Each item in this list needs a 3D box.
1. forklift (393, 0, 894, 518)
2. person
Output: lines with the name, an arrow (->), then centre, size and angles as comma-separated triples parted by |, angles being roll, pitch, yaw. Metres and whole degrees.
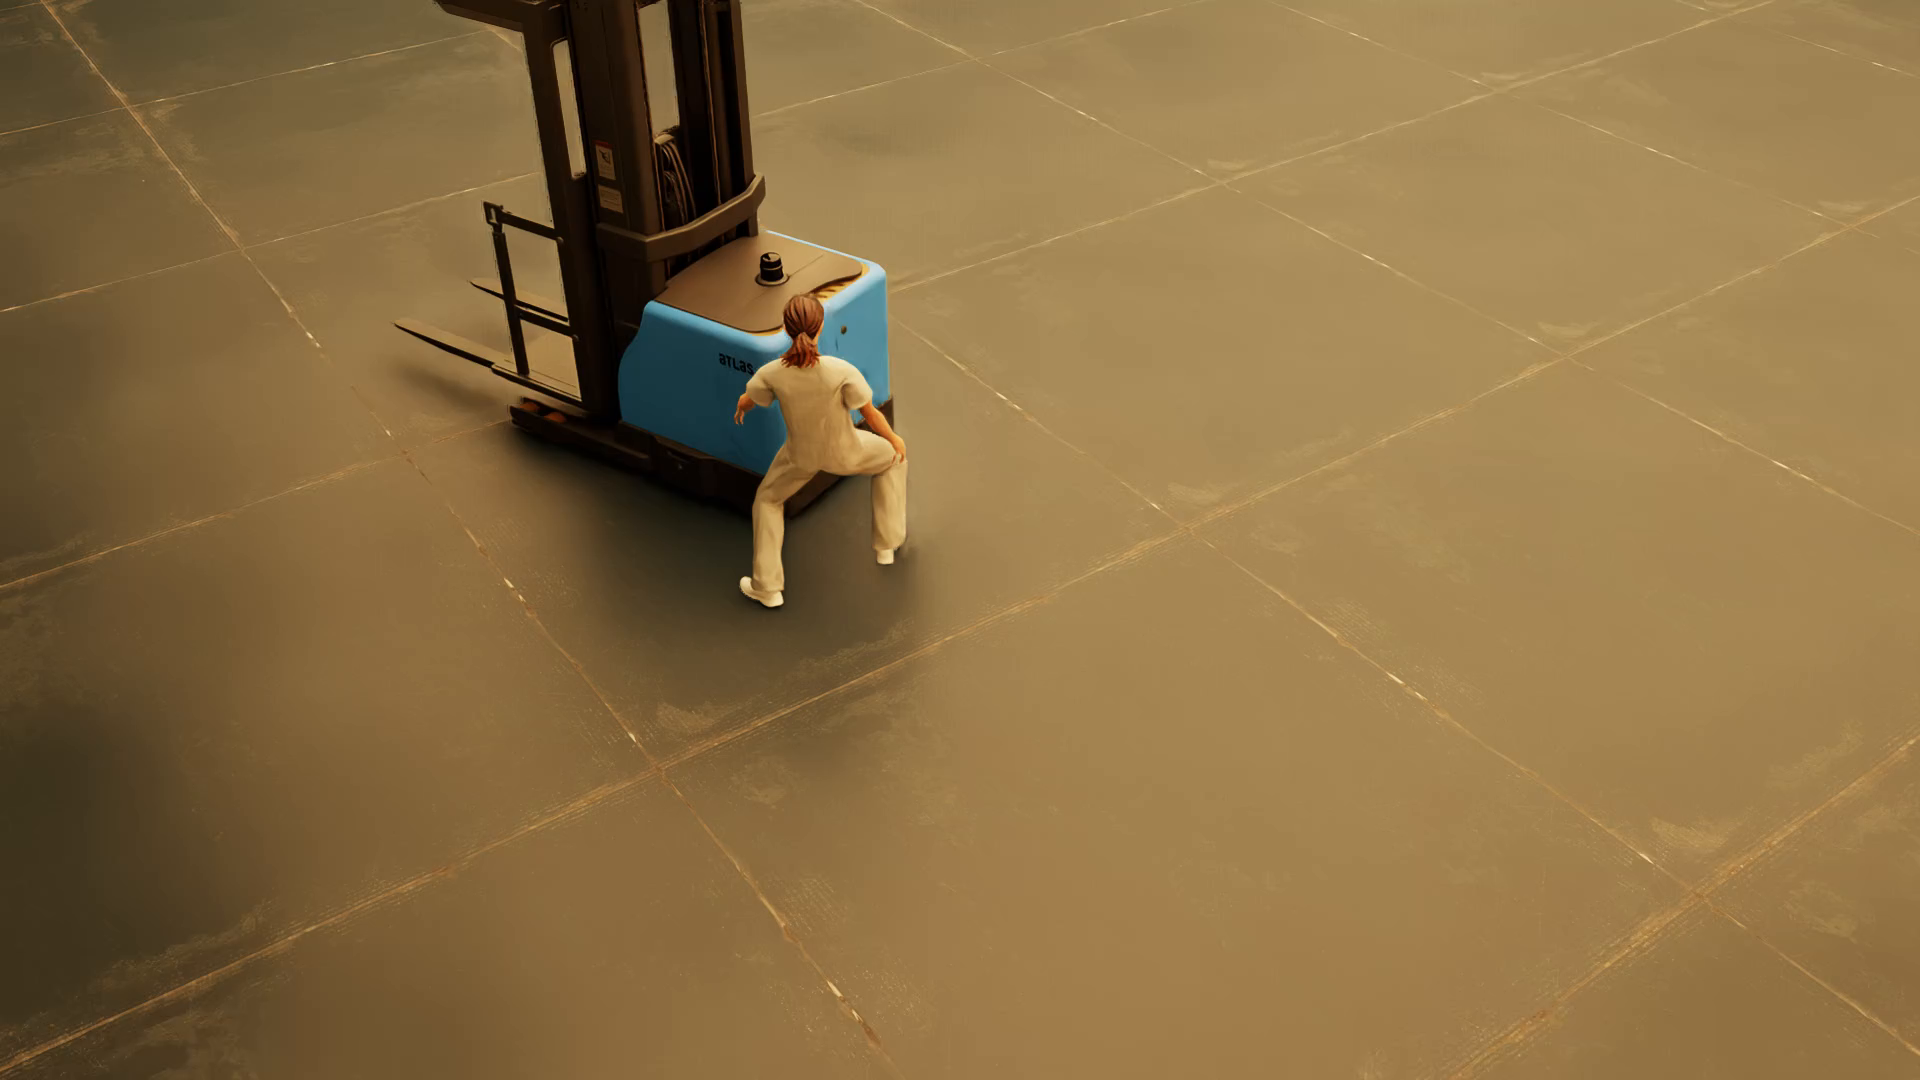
forklift -> -1.878, -1.956, 8.590 | 3.031, 2.935, 1.130 | 21, 41, 26
person -> -0.680, -0.451, 7.749 | 0.849, 1.558, 0.658 | 5, 37, 6
